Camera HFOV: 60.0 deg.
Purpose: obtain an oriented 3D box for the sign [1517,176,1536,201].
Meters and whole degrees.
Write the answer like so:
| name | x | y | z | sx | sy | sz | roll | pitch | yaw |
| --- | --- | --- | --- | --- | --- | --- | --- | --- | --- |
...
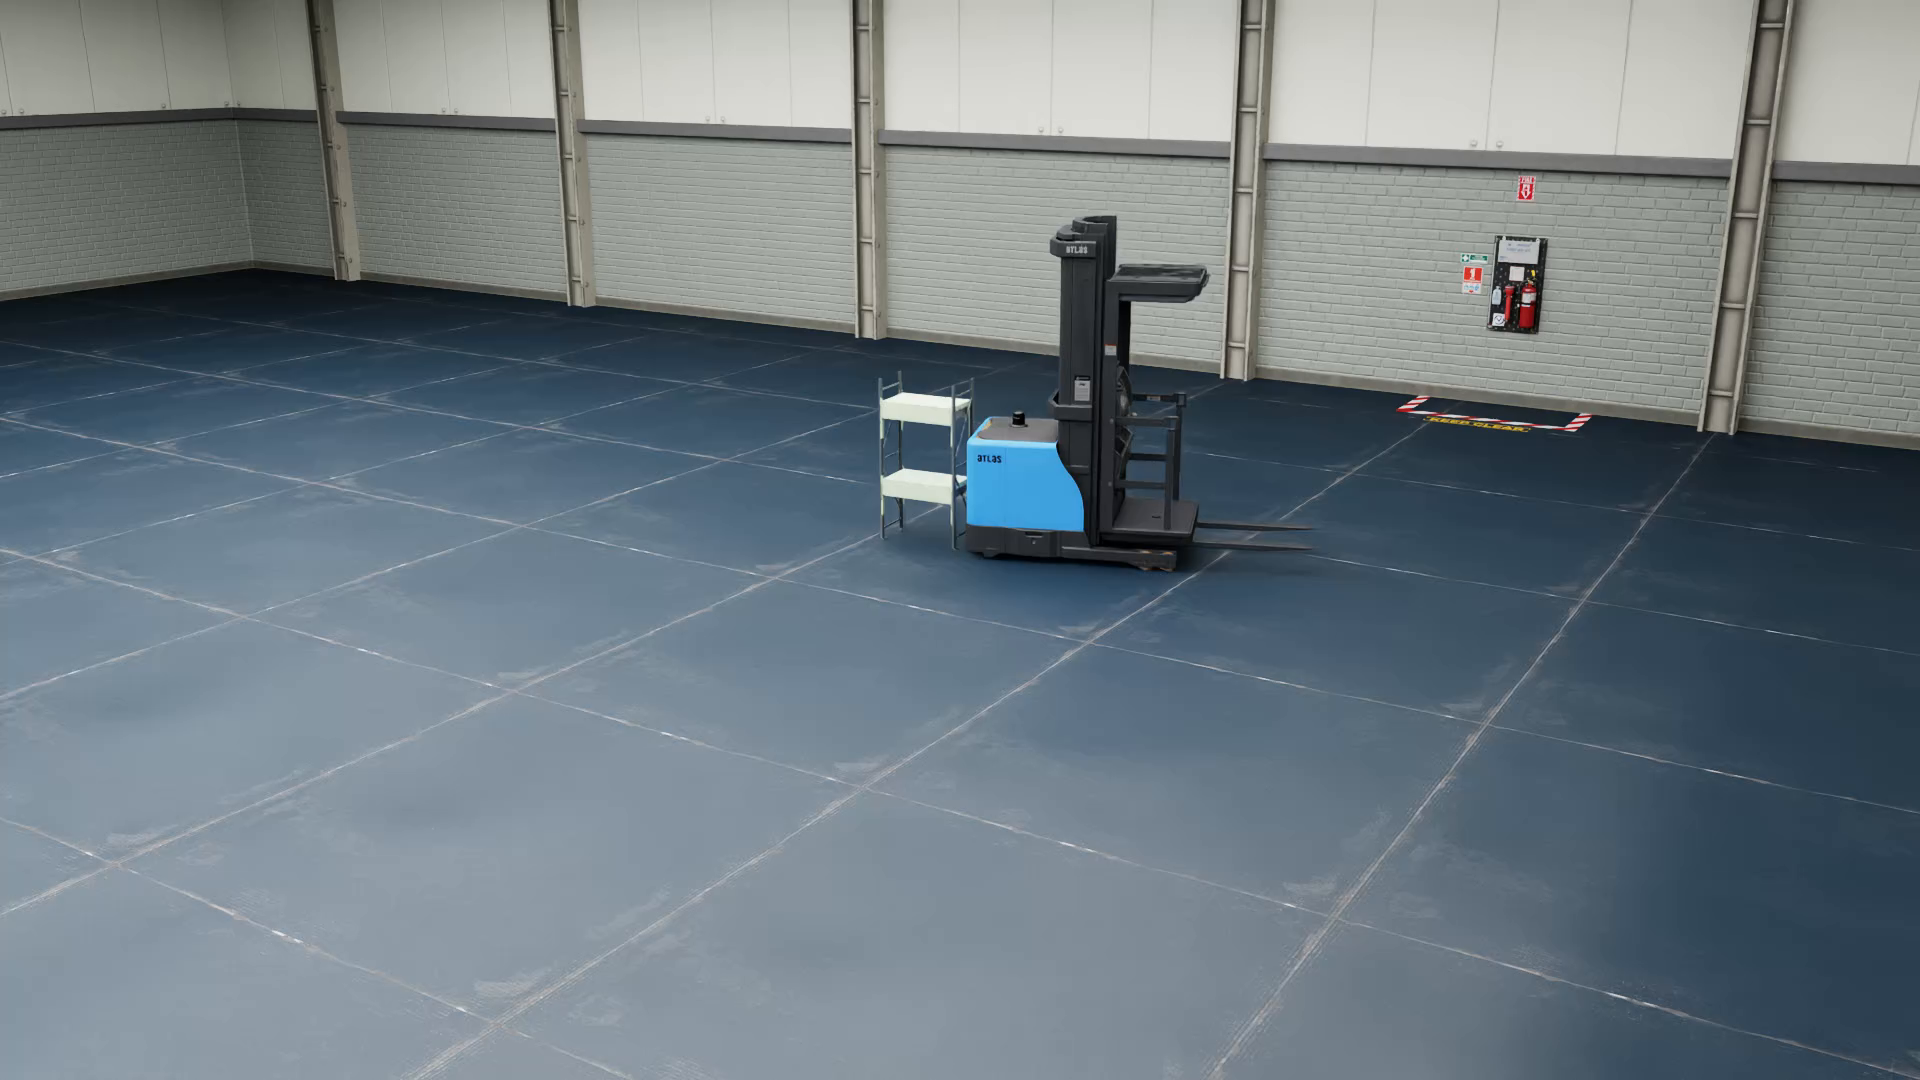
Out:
| name | x | y | z | sx | sy | sz | roll | pitch | yaw |
| --- | --- | --- | --- | --- | --- | --- | --- | --- | --- |
| sign | 6.829 | -4.239 | 20.055 | 0.199 | 0.298 | 0.001 | 10 | 20 | 30 |

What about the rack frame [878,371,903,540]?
| name | x | y | z | sx | sy | sz | roll | pitch | yaw |
| --- | --- | --- | --- | --- | --- | --- | --- | --- | --- |
| rack frame | -0.630 | -0.772 | 15.210 | 0.023 | 1.500 | 0.400 | 8 | 19 | 25 |

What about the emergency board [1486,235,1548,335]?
| name | x | y | z | sx | sy | sz | roll | pitch | yaw |
| --- | --- | --- | --- | --- | --- | --- | --- | --- | --- |
| emergency board | 6.784 | -3.104 | 20.307 | 0.643 | 1.169 | 0.194 | 10 | 20 | 30 |

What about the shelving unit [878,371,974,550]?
| name | x | y | z | sx | sy | sz | roll | pitch | yaw |
| --- | --- | --- | --- | --- | --- | --- | --- | --- | --- |
| shelving unit | -0.302 | -0.724 | 15.055 | 0.755 | 1.500 | 0.431 | 8 | 19 | 25 |

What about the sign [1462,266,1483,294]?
| name | x | y | z | sx | sy | sz | roll | pitch | yaw |
| --- | --- | --- | --- | --- | --- | --- | --- | --- | --- |
| sign | 6.366 | -3.230 | 20.662 | 0.234 | 0.329 | 0.001 | 10 | 20 | 30 |

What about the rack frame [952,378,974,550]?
| name | x | y | z | sx | sy | sz | roll | pitch | yaw |
| --- | --- | --- | --- | --- | --- | --- | --- | --- | --- |
| rack frame | 0.026 | -0.677 | 14.899 | 0.023 | 1.500 | 0.400 | 8 | 19 | 25 |

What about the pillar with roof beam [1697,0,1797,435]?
| name | x | y | z | sx | sy | sz | roll | pitch | yaw |
| --- | --- | --- | --- | --- | --- | --- | --- | --- | --- |
| pillar with roof beam | 6.616 | -4.523 | 14.656 | 0.400 | 9.000 | 9.100 | 10 | 20 | 30 |

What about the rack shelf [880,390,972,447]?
| name | x | y | z | sx | sy | sz | roll | pitch | yaw |
| --- | --- | --- | --- | --- | --- | --- | --- | --- | --- |
| rack shelf | -0.302 | -1.098 | 14.941 | 0.720 | 0.370 | 0.431 | 8 | 19 | 25 |

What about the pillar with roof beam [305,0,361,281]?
| name | x | y | z | sx | sy | sz | roll | pitch | yaw |
| --- | --- | --- | --- | --- | --- | --- | --- | --- | --- |
| pillar with roof beam | -13.835 | -8.173 | 26.674 | 0.400 | 9.000 | 9.100 | 10 | 20 | 30 |

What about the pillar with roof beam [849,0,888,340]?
| name | x | y | z | sx | sy | sz | roll | pitch | yaw |
| --- | --- | --- | --- | --- | --- | --- | --- | --- | --- |
| pillar with roof beam | -3.609 | -6.348 | 20.665 | 0.400 | 9.000 | 9.100 | 10 | 20 | 30 |

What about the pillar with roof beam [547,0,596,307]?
| name | x | y | z | sx | sy | sz | roll | pitch | yaw |
| --- | --- | --- | --- | --- | --- | --- | --- | --- | --- |
| pillar with roof beam | -8.722 | -7.261 | 23.670 | 0.400 | 9.000 | 9.100 | 10 | 20 | 30 |

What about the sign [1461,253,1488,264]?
| name | x | y | z | sx | sy | sz | roll | pitch | yaw |
| --- | --- | --- | --- | --- | --- | --- | --- | --- | --- |
| sign | 6.366 | -3.481 | 20.576 | 0.331 | 0.109 | 0.001 | 10 | 20 | 30 |

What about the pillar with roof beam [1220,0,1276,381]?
| name | x | y | z | sx | sy | sz | roll | pitch | yaw |
| --- | --- | --- | --- | --- | --- | --- | --- | --- | --- |
| pillar with roof beam | 1.504 | -5.435 | 17.661 | 0.400 | 9.000 | 9.100 | 10 | 20 | 30 |

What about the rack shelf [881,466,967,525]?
| name | x | y | z | sx | sy | sz | roll | pitch | yaw |
| --- | --- | --- | --- | --- | --- | --- | --- | --- | --- |
| rack shelf | -0.302 | -0.413 | 15.149 | 0.720 | 0.370 | 0.431 | 8 | 19 | 25 |

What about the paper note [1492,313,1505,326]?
| name | x | y | z | sx | sy | sz | roll | pitch | yaw |
| --- | --- | --- | --- | --- | --- | --- | --- | --- | --- |
| paper note | 6.669 | -2.726 | 20.580 | 0.142 | 0.148 | 0.016 | 10 | 20 | 30 |

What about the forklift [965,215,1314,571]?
| name | x | y | z | sx | sy | sz | roll | pitch | yaw |
| --- | --- | --- | --- | --- | --- | --- | --- | --- | --- |
| forklift | 1.617 | -1.299 | 14.484 | 3.031 | 2.935 | 1.130 | 3 | 17 | 11 |
